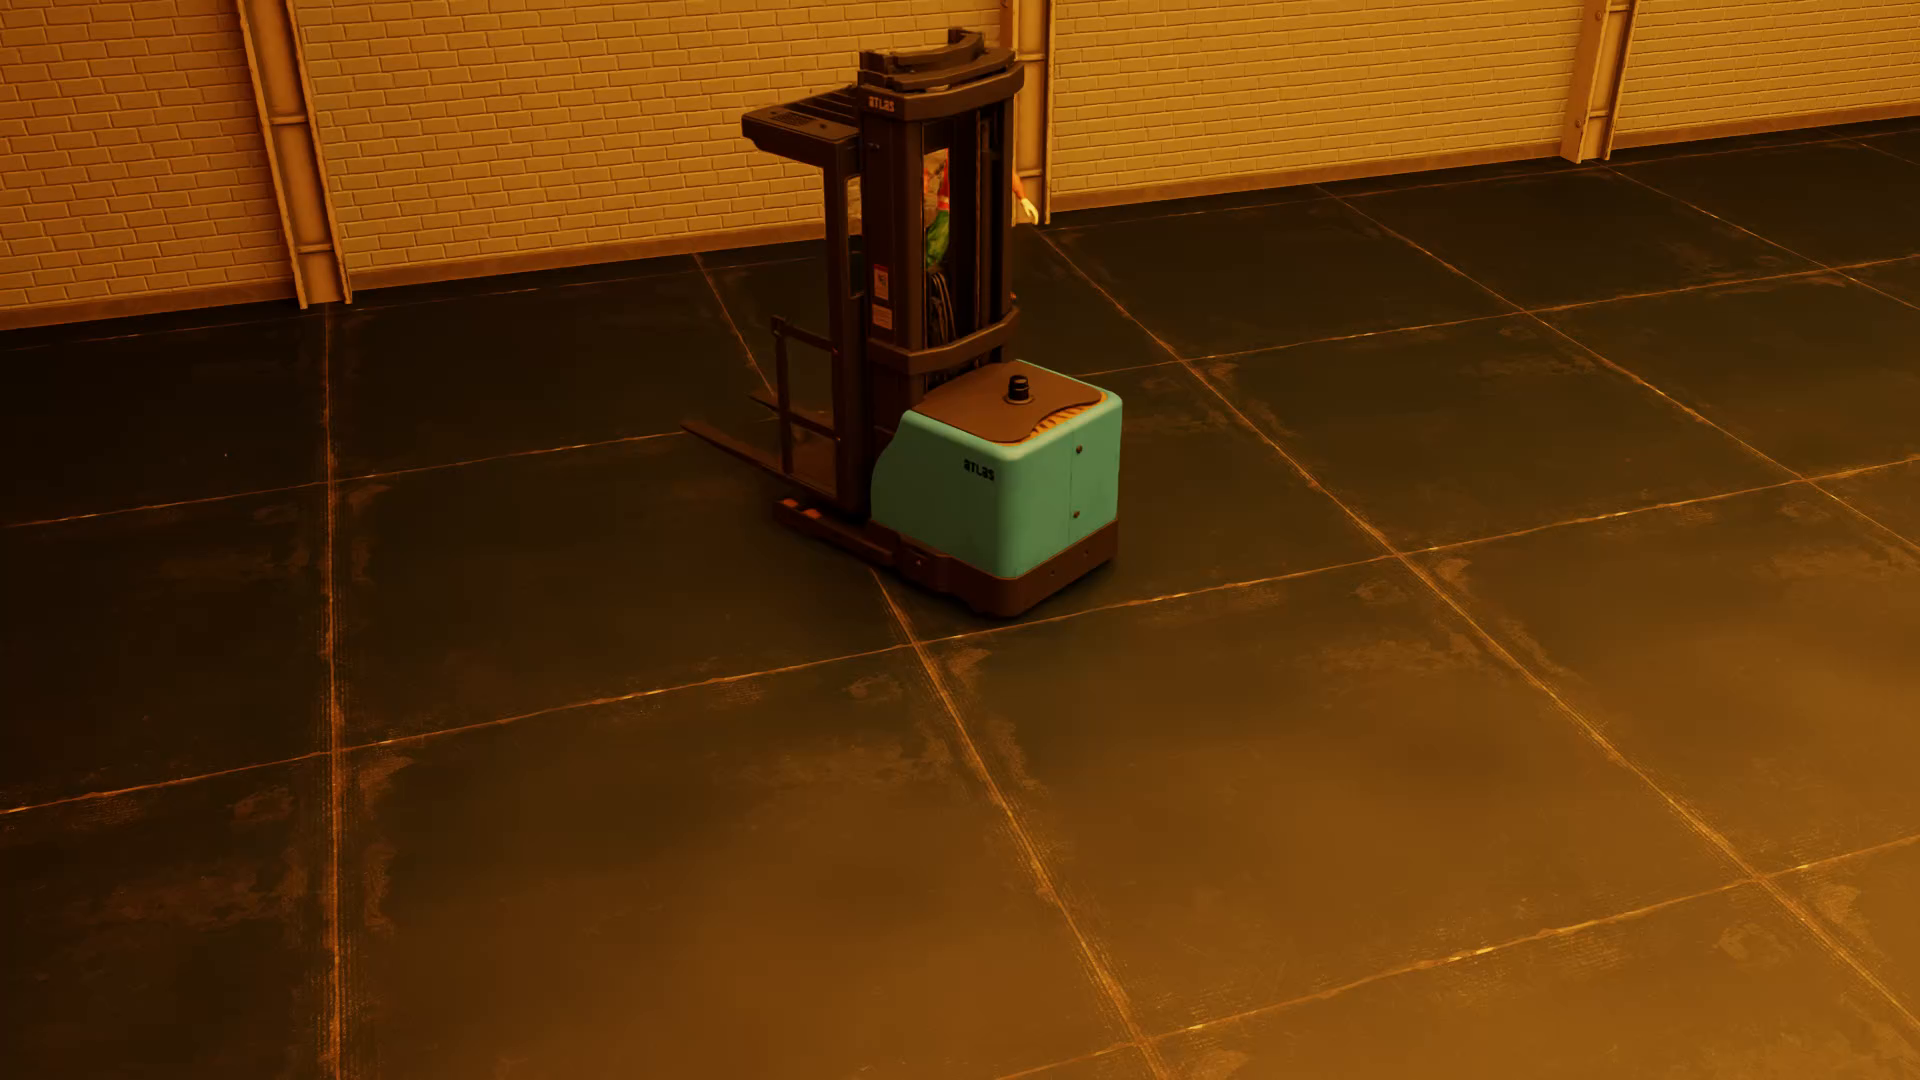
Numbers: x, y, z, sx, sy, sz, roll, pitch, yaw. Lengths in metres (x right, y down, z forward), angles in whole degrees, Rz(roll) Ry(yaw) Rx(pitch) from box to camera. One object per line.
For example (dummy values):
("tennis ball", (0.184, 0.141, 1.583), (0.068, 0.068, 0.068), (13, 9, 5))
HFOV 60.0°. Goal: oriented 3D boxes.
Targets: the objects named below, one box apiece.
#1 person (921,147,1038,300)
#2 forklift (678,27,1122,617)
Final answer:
("person", (0.077, -2.547, 12.841), (0.996, 1.645, 0.702), (-3, 30, -6))
("forklift", (-0.508, -1.464, 9.631), (3.031, 2.935, 1.130), (24, 38, 36))
